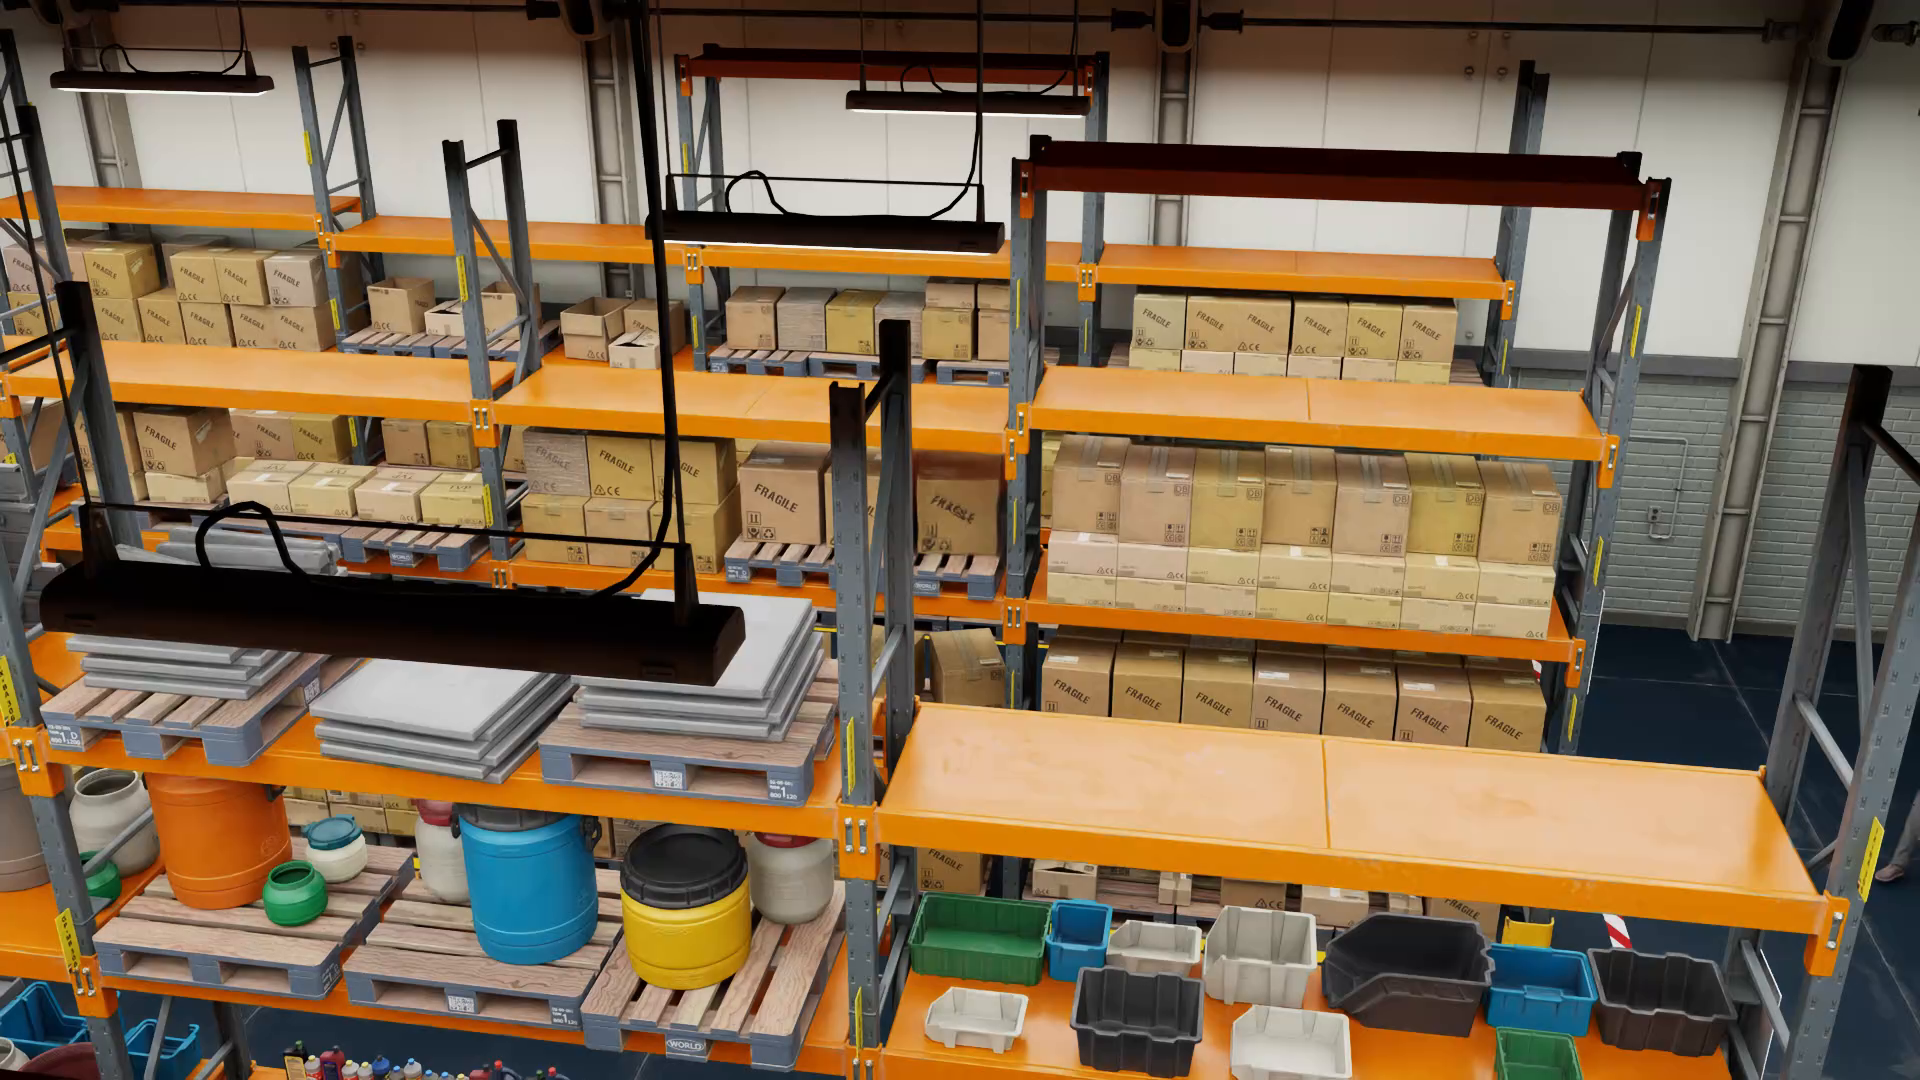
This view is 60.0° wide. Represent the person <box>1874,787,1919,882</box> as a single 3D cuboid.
[{"bbox_3d":[8.037,2.003,13.525,1.076,1.581,0.452,-14,27,-30],"label":"person"}]
